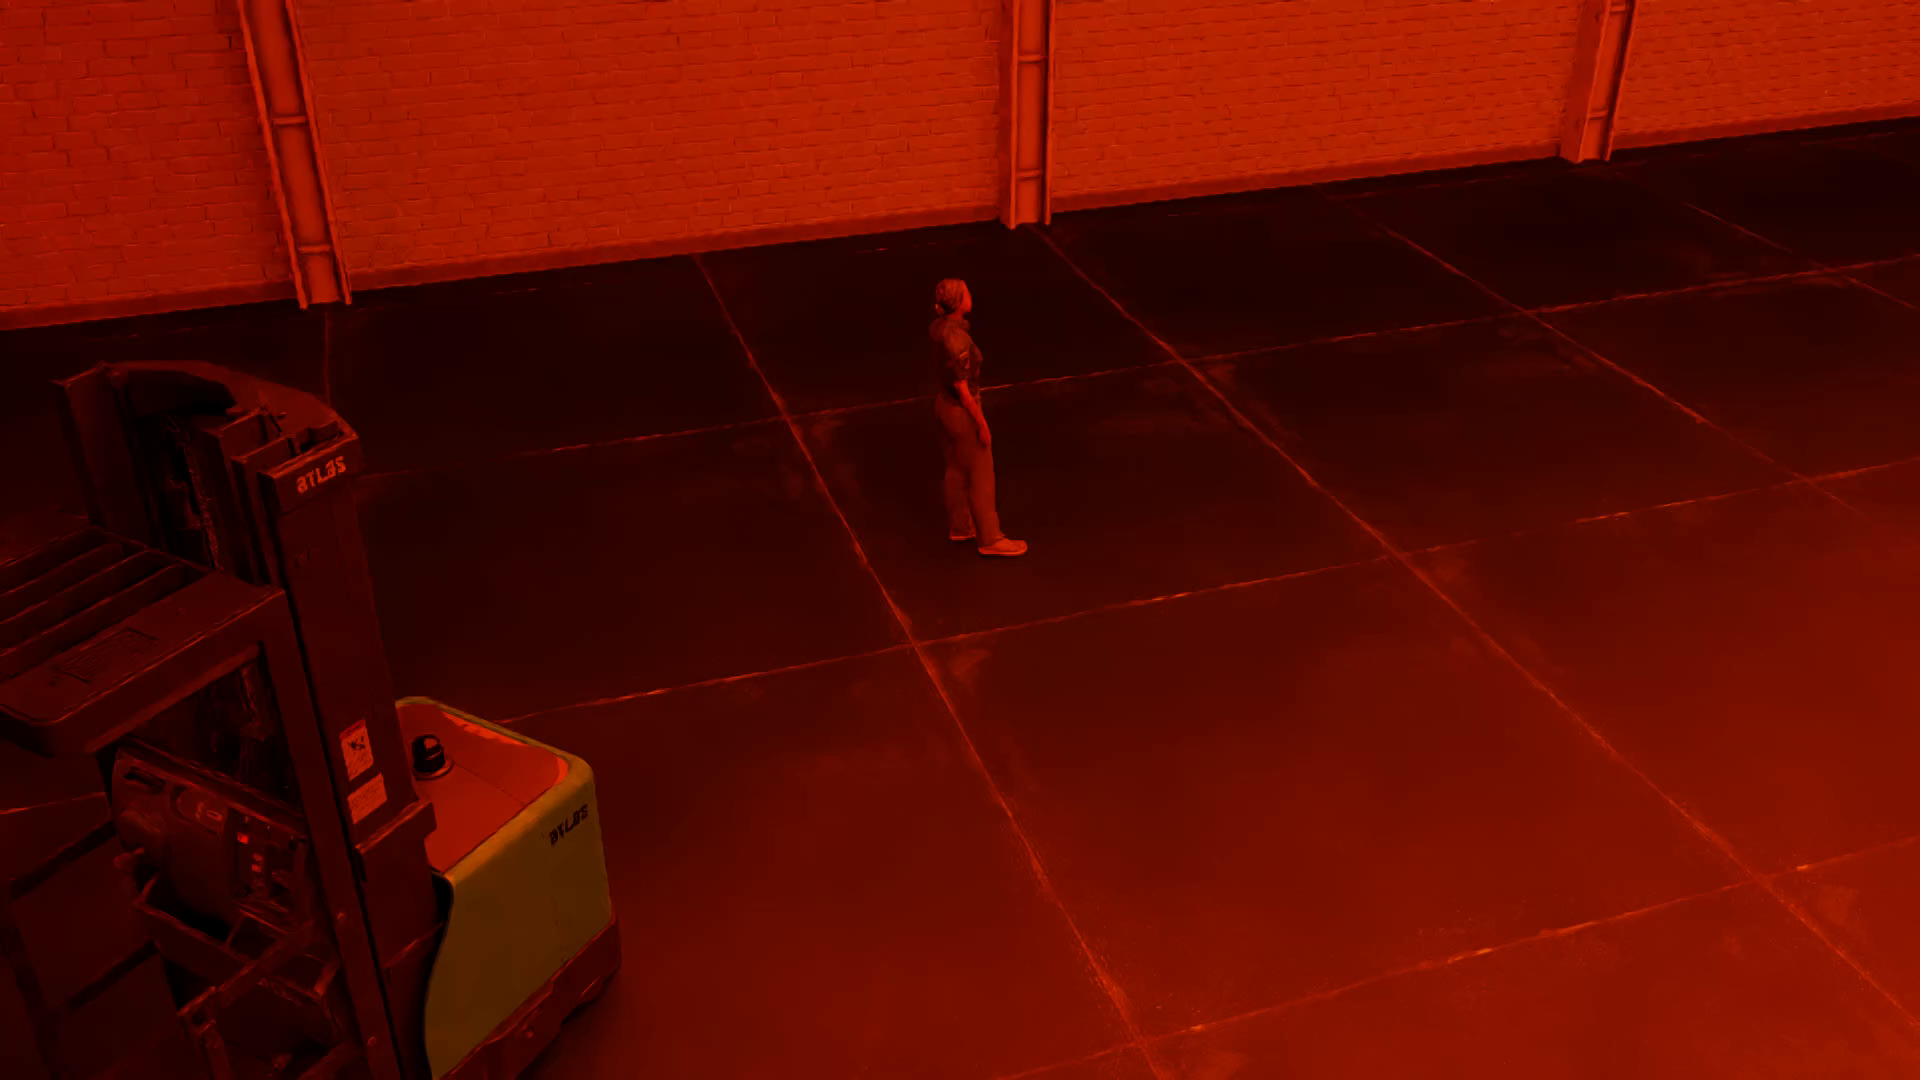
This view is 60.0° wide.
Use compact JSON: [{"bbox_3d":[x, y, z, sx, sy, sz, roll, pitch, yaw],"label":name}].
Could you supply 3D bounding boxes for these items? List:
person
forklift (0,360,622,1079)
[{"bbox_3d":[0.089,-0.723,9.621,0.503,1.642,0.570,-10,31,-16],"label":"person"},{"bbox_3d":[-2.564,1.033,5.292,1.130,2.935,3.031,16,34,25],"label":"forklift"}]
